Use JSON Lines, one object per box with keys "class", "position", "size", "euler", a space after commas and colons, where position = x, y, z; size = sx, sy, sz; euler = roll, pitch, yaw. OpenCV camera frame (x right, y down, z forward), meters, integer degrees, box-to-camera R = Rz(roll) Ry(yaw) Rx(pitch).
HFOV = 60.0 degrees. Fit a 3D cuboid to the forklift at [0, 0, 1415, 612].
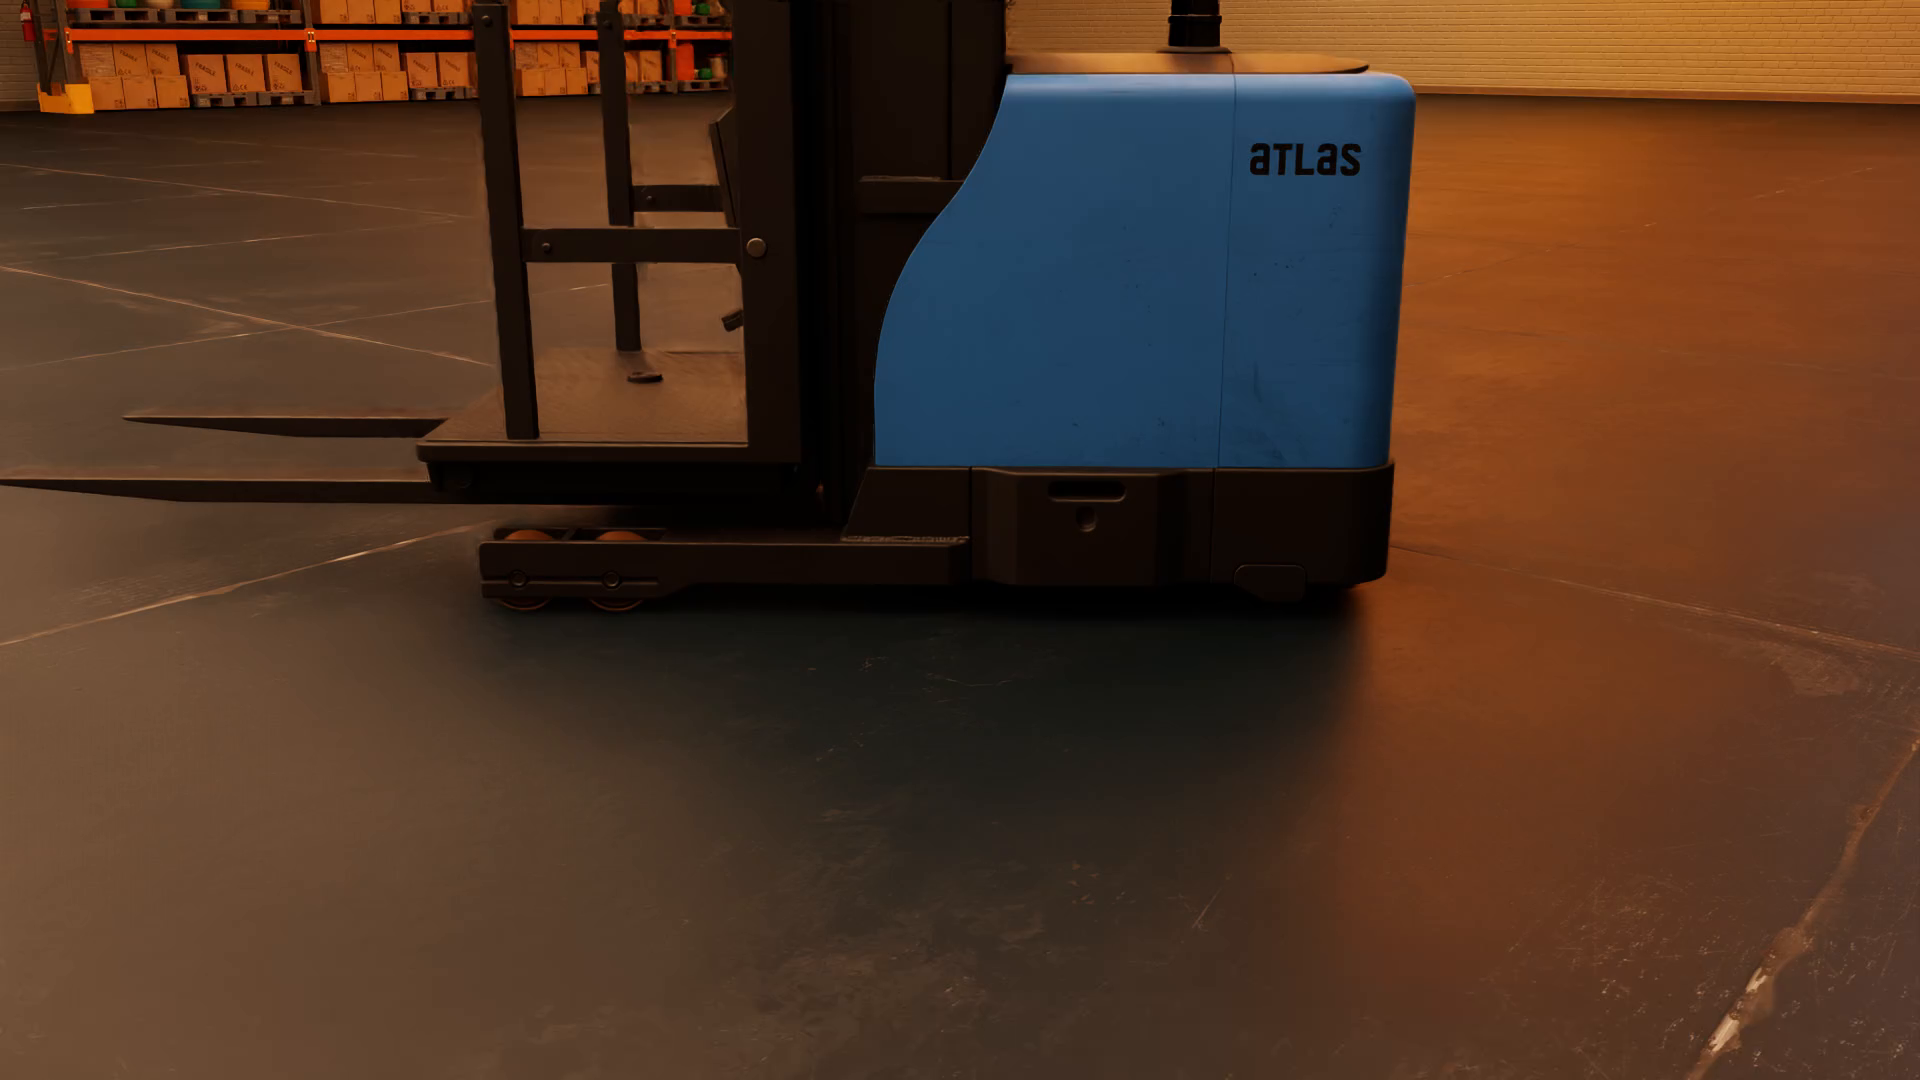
{"class": "forklift", "position": [-0.611, -1.406, 3.529], "size": [3.031, 2.935, 1.130], "euler": [0, 17, 2]}
